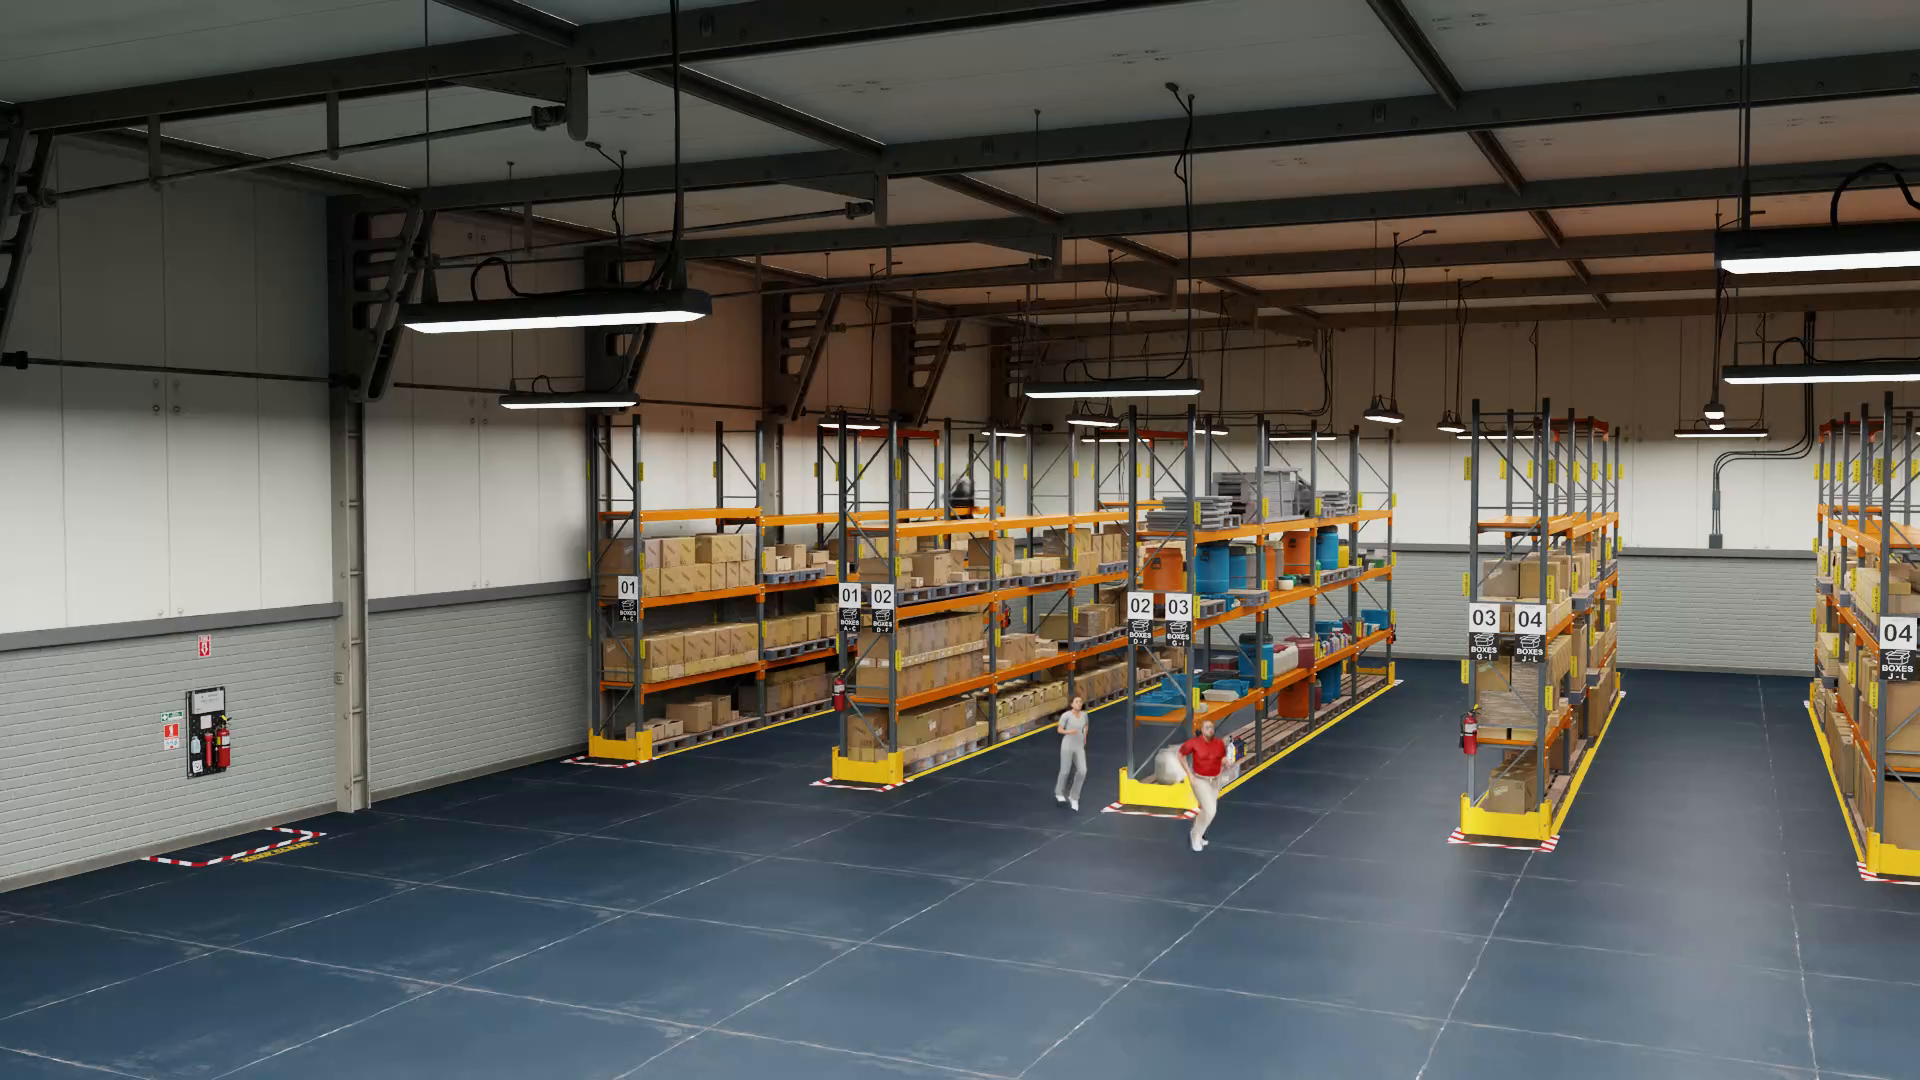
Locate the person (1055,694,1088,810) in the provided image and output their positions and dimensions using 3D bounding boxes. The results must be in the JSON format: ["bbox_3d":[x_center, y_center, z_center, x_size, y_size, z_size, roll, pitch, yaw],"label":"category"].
[{"bbox_3d":[1.705,3.156,24.853,0.568,1.716,0.734,-1,2,-16],"label":"person"}]

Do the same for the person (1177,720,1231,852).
[{"bbox_3d":[3.287,3.258,22.005,0.630,1.757,0.715,-1,3,-28],"label":"person"}]
